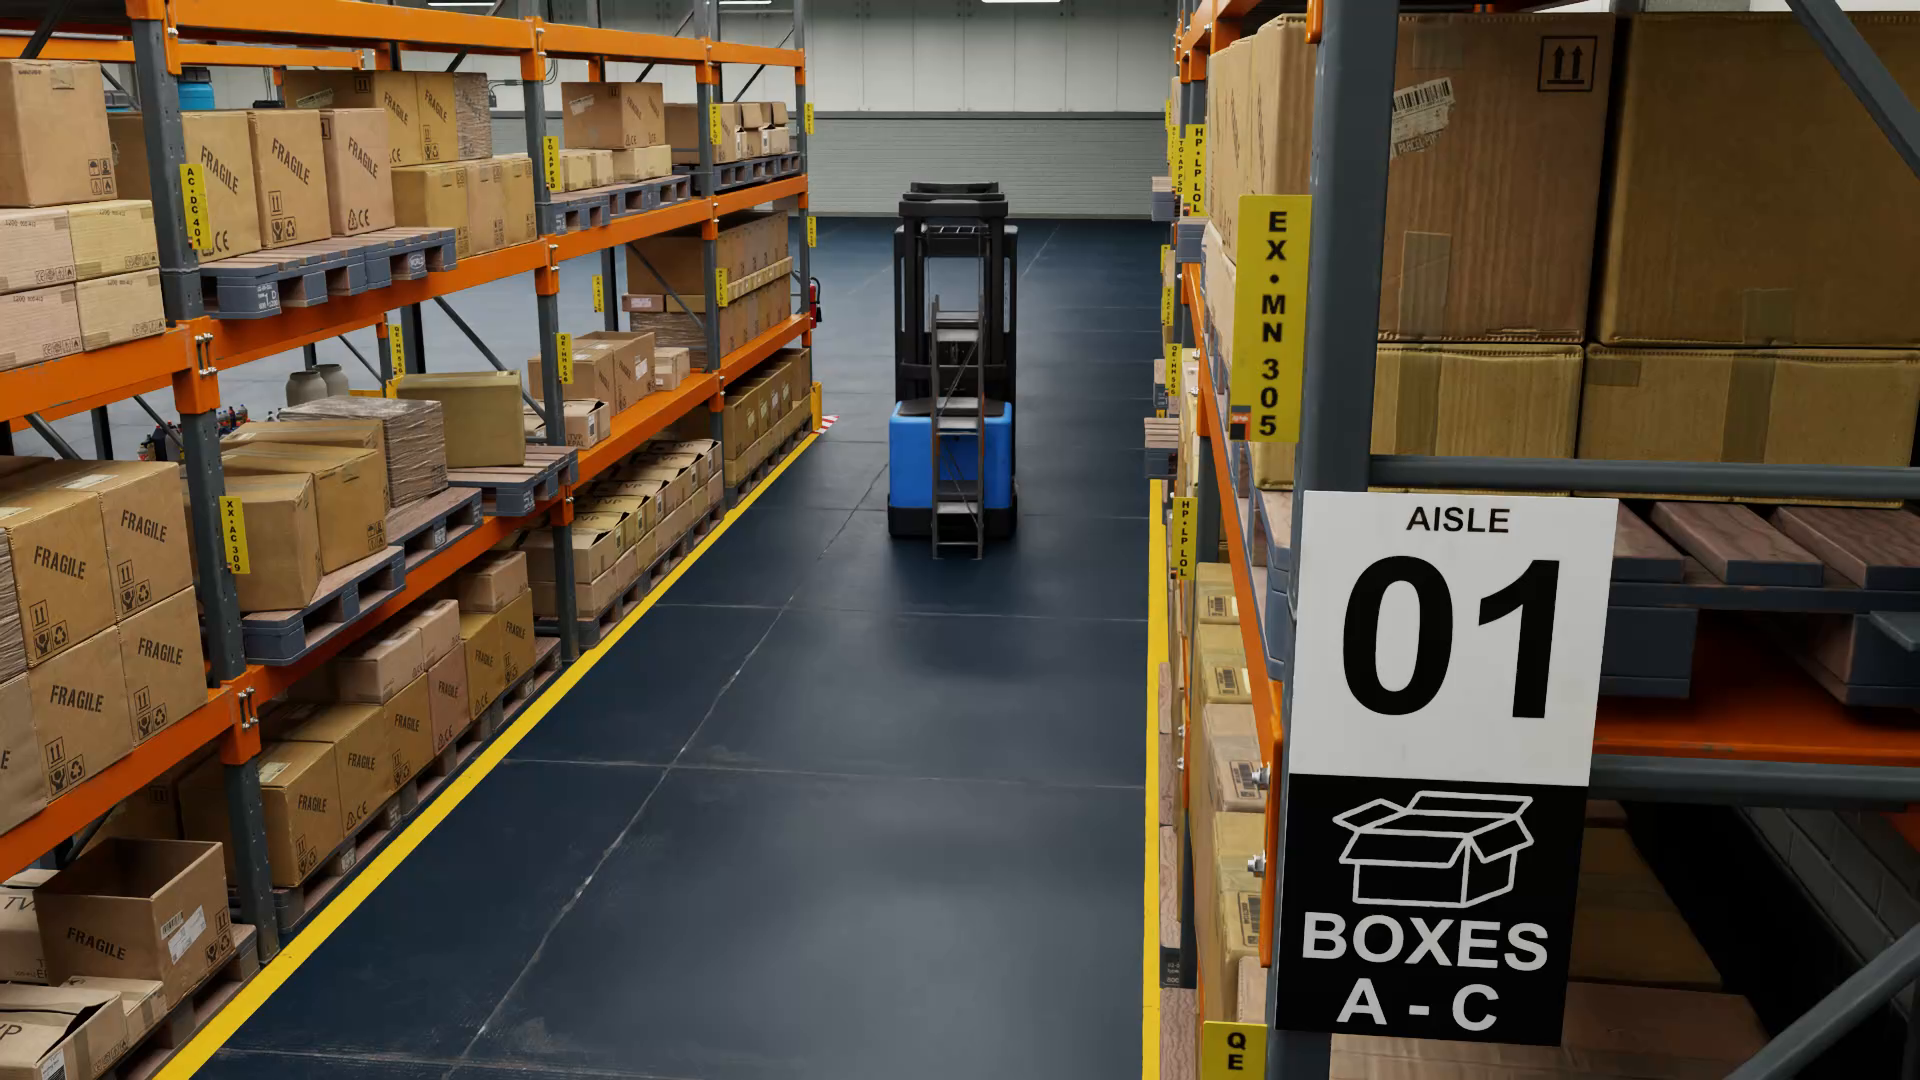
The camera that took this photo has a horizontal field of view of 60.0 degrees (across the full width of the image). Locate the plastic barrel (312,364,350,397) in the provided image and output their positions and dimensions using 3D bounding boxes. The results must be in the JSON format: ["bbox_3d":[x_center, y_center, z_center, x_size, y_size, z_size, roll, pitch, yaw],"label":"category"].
[{"bbox_3d":[-7.087,-1.703,18.675,0.421,0.512,0.421,0,15,0],"label":"plastic barrel"}]

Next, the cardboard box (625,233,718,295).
[{"bbox_3d":[-2.575,-2.480,14.909,0.700,0.500,0.500,2,15,7],"label":"cardboard box"}]

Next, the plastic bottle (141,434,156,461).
[{"bbox_3d":[-7.814,-0.872,16.003,0.061,0.283,0.133,2,15,9],"label":"plastic bottle"}]

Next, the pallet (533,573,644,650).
[{"bbox_3d":[-2.939,0.481,11.978,1.003,0.211,1.213,2,15,6],"label":"pallet"}]

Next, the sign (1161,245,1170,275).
[{"bbox_3d":[2.216,-3.016,17.912,0.100,0.325,0.005,2,15,6],"label":"sign"}]

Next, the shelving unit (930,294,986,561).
[{"bbox_3d":[-0.012,-0.911,13.509,0.431,2.100,0.503,1,15,2],"label":"shelving unit"}]

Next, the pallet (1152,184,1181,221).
[{"bbox_3d":[2.014,-2.476,12.186,1.213,0.211,1.003,2,15,6],"label":"pallet"}]

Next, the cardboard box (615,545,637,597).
[{"bbox_3d":[-2.663,0.215,12.085,0.500,0.250,0.500,1,15,5],"label":"cardboard box"}]

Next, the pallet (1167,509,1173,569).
[{"bbox_3d":[2.217,0.003,13.746,1.003,0.211,1.213,2,15,6],"label":"pallet"}]

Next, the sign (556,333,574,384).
[{"bbox_3d":[-2.530,-1.160,10.637,0.100,0.325,0.005,2,15,6],"label":"sign"}]

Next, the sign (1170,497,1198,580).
[{"bbox_3d":[0.861,-0.004,6.365,0.100,0.325,0.005,2,15,6],"label":"sign"}]

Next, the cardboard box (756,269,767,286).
[{"bbox_3d":[-2.166,-2.648,16.774,0.380,0.149,0.250,2,15,8],"label":"cardboard box"}]

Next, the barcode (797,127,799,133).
[{"bbox_3d":[-1.722,-4.363,17.692,0.001,0.075,0.075,2,15,6],"label":"barcode"}]

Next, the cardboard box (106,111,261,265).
[{"bbox_3d":[-3.391,-1.491,6.994,0.600,0.600,0.600,0,15,1],"label":"cardboard box"}]

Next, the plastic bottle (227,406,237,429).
[{"bbox_3d":[-7.647,-1.256,17.422,0.061,0.283,0.133,2,15,7],"label":"plastic bottle"}]

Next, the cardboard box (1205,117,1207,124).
[{"bbox_3d":[2.023,-2.785,11.971,0.500,0.500,0.500,1,15,4],"label":"cardboard box"}]

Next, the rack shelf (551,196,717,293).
[{"bbox_3d":[-2.845,-2.272,12.449,1.077,0.370,4.000,2,15,6],"label":"rack shelf"}]

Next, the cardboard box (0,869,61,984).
[{"bbox_3d":[-3.784,1.573,6.906,0.500,0.311,0.500,2,15,6],"label":"cardboard box"}]

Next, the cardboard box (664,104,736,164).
[{"bbox_3d":[-2.300,-3.579,14.642,0.500,0.500,0.500,3,15,11],"label":"cardboard box"}]

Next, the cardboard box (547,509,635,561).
[{"bbox_3d":[-2.668,-0.062,12.034,0.500,0.311,0.500,1,15,5],"label":"cardboard box"}]

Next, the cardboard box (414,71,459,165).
[{"bbox_3d":[-3.183,-2.386,9.386,0.500,0.500,0.500,2,15,6],"label":"cardboard box"}]

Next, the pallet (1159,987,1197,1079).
[{"bbox_3d":[1.237,2.071,6.099,1.003,0.211,1.213,2,15,6],"label":"pallet"}]

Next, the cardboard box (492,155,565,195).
[{"bbox_3d":[-3.034,-2.487,11.348,0.500,0.250,0.500,2,15,8],"label":"cardboard box"}]

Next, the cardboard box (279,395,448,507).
[{"bbox_3d":[-3.322,-0.505,9.288,0.700,0.500,0.500,5,16,17],"label":"cardboard box"}]

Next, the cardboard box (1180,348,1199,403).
[{"bbox_3d":[1.542,-0.953,9.705,0.500,0.250,0.500,2,15,8],"label":"cardboard box"}]

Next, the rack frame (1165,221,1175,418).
[{"bbox_3d":[2.755,-2.582,17.966,1.000,3.000,0.127,2,15,6],"label":"rack frame"}]

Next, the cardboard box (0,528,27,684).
[{"bbox_3d":[-3.434,0.257,5.360,0.500,0.500,0.500,2,15,7],"label":"cardboard box"}]

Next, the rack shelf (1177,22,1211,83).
[{"bbox_3d":[2.078,-3.382,11.574,1.077,0.370,4.000,2,15,6],"label":"rack shelf"}]

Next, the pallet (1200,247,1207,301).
[{"bbox_3d":[1.455,-1.065,6.974,0.805,0.209,1.217,1,15,4],"label":"pallet"}]

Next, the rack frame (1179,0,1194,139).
[{"bbox_3d":[2.304,-4.441,13.346,1.000,3.000,0.127,2,15,6],"label":"rack frame"}]

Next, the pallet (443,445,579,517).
[{"bbox_3d":[-3.077,-0.382,10.195,1.213,0.211,1.003,2,15,6],"label":"pallet"}]

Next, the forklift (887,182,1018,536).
[{"bbox_3d":[-0.029,-1.776,15.115,1.130,2.935,3.031,1,15,2],"label":"forklift"}]

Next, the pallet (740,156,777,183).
[{"bbox_3d":[-2.408,-3.633,16.273,1.003,0.211,1.213,2,15,6],"label":"pallet"}]

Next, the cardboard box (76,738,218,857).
[{"bbox_3d":[-3.751,1.243,7.765,0.500,0.500,0.500,2,15,6],"label":"cardboard box"}]

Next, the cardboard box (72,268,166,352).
[{"bbox_3d":[-3.312,-0.857,6.124,0.500,0.250,0.500,2,15,6],"label":"cardboard box"}]

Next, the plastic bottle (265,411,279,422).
[{"bbox_3d":[-6.967,-1.127,16.814,0.144,0.351,0.185,2,15,6],"label":"plastic bottle"}]

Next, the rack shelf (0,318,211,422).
[{"bbox_3d":[-3.747,-0.197,4.776,1.077,0.370,4.000,2,15,6],"label":"rack shelf"}]

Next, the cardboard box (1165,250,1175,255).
[{"bbox_3d":[2.402,-2.767,17.459,0.500,0.500,0.500,2,15,6],"label":"cardboard box"}]

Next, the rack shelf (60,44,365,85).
[{"bbox_3d":[-7.314,-4.711,16.489,1.077,0.370,4.000,2,15,6],"label":"rack shelf"}]

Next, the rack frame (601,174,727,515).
[{"bbox_3d":[-2.619,-1.690,14.665,1.000,3.000,0.127,2,15,6],"label":"rack frame"}]

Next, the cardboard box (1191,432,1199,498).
[{"bbox_3d":[1.267,-0.295,7.268,0.500,0.250,0.500,2,15,7],"label":"cardboard box"}]

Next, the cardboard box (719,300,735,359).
[{"bbox_3d":[-2.522,-1.990,15.585,0.700,0.500,0.500,2,15,6],"label":"cardboard box"}]

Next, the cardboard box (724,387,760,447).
[{"bbox_3d":[-2.207,-1.168,15.762,0.500,0.500,0.500,2,15,6],"label":"cardboard box"}]

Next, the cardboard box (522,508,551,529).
[{"bbox_3d":[-3.204,-0.077,12.088,0.500,0.311,0.500,1,15,5],"label":"cardboard box"}]

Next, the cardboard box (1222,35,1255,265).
[{"bbox_3d":[0.879,-0.884,3.793,0.500,0.500,0.500,1,15,4],"label":"cardboard box"}]

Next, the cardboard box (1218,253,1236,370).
[{"bbox_3d":[0.880,-0.527,3.910,0.500,0.250,0.500,1,15,5],"label":"cardboard box"}]

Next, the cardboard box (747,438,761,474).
[{"bbox_3d":[-2.204,-0.806,15.860,0.500,0.250,0.500,2,15,6],"label":"cardboard box"}]

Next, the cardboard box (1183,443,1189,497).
[{"bbox_3d":[1.367,-0.191,8.322,0.500,0.500,0.500,2,15,8],"label":"cardboard box"}]

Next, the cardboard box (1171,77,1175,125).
[{"bbox_3d":[2.191,-3.950,15.130,0.500,0.500,0.500,1,15,4],"label":"cardboard box"}]

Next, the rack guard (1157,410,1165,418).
[{"bbox_3d":[2.746,-1.356,18.219,1.175,0.500,0.348,2,15,6],"label":"rack guard"}]

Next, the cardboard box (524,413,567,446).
[{"bbox_3d":[-2.986,-0.702,11.184,0.500,0.311,0.500,3,15,10],"label":"cardboard box"}]
